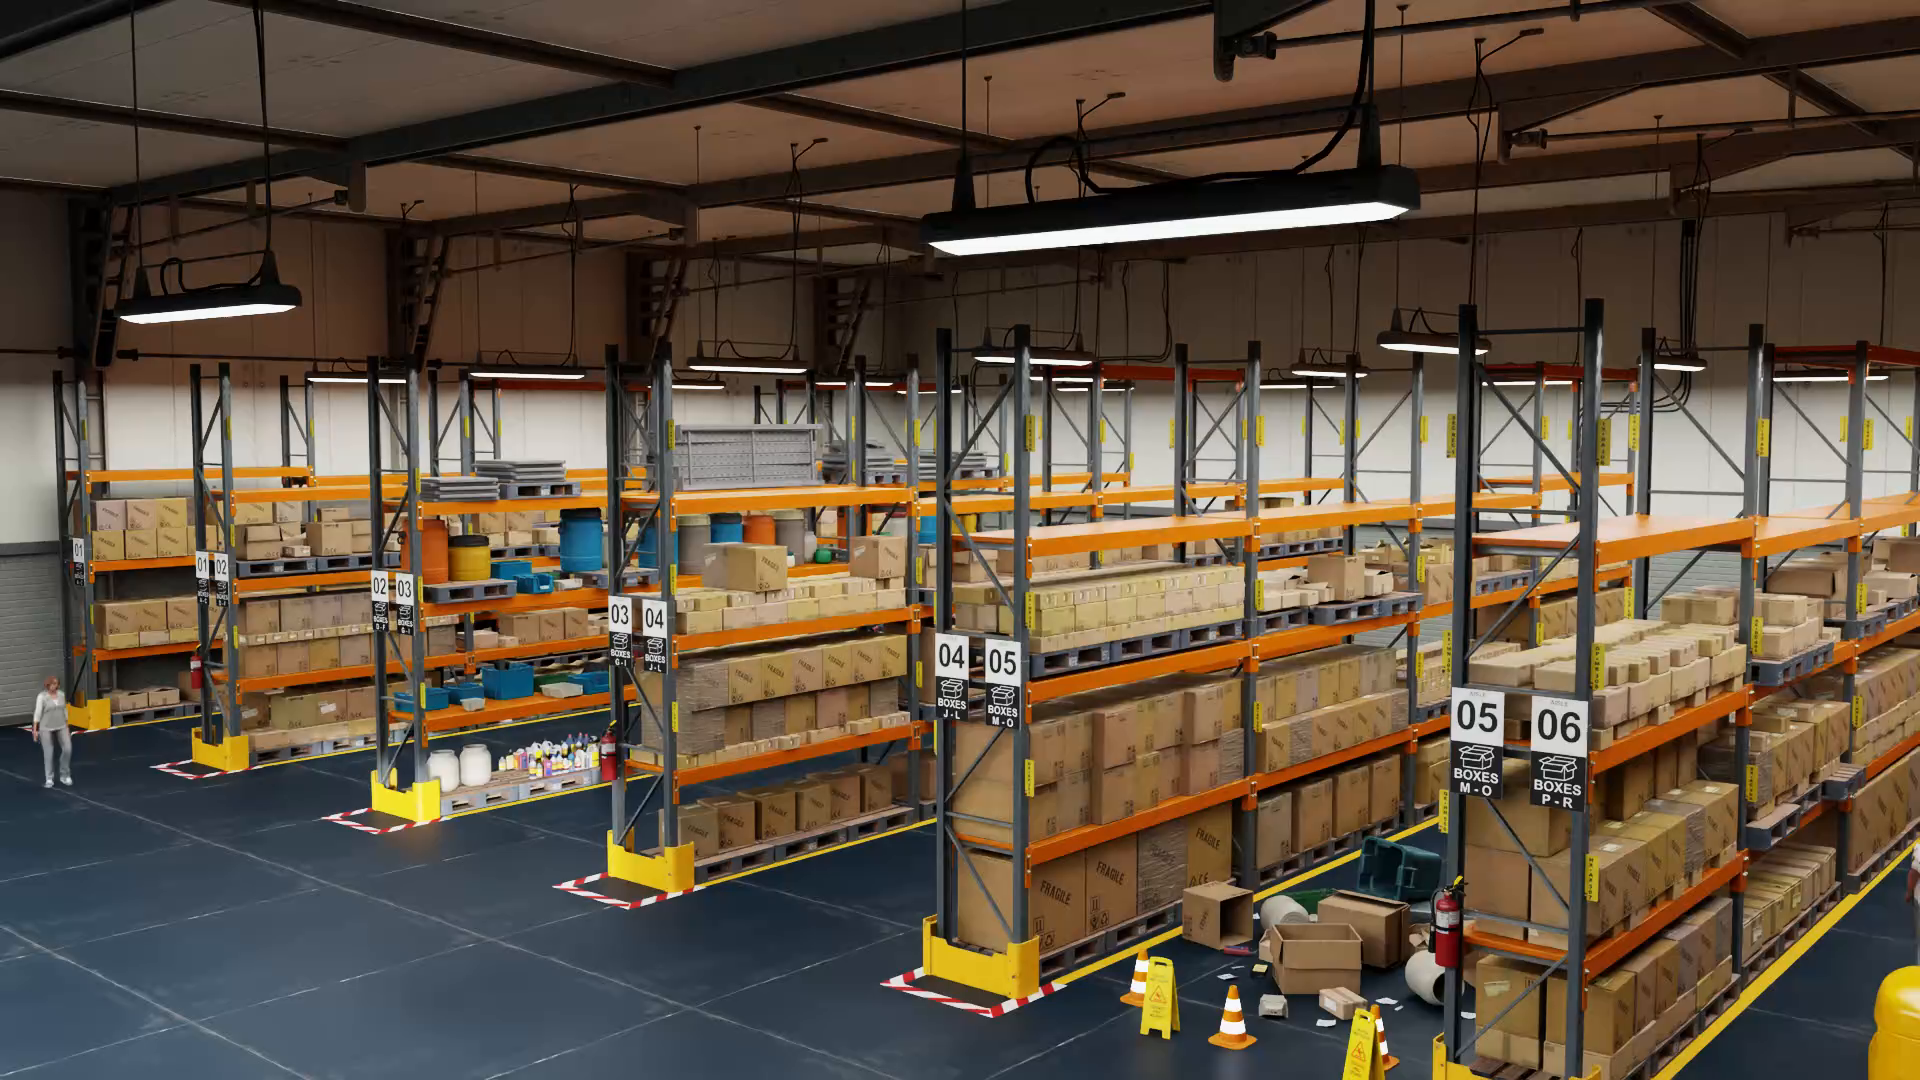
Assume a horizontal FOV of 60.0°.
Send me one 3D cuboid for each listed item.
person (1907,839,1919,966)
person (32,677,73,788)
[{"bbox_3d":[8.737,3.206,14.750,0.620,1.796,0.755,3,5,36],"label":"person"},{"bbox_3d":[-12.792,2.709,23.415,0.388,1.593,0.566,3,5,40],"label":"person"}]
